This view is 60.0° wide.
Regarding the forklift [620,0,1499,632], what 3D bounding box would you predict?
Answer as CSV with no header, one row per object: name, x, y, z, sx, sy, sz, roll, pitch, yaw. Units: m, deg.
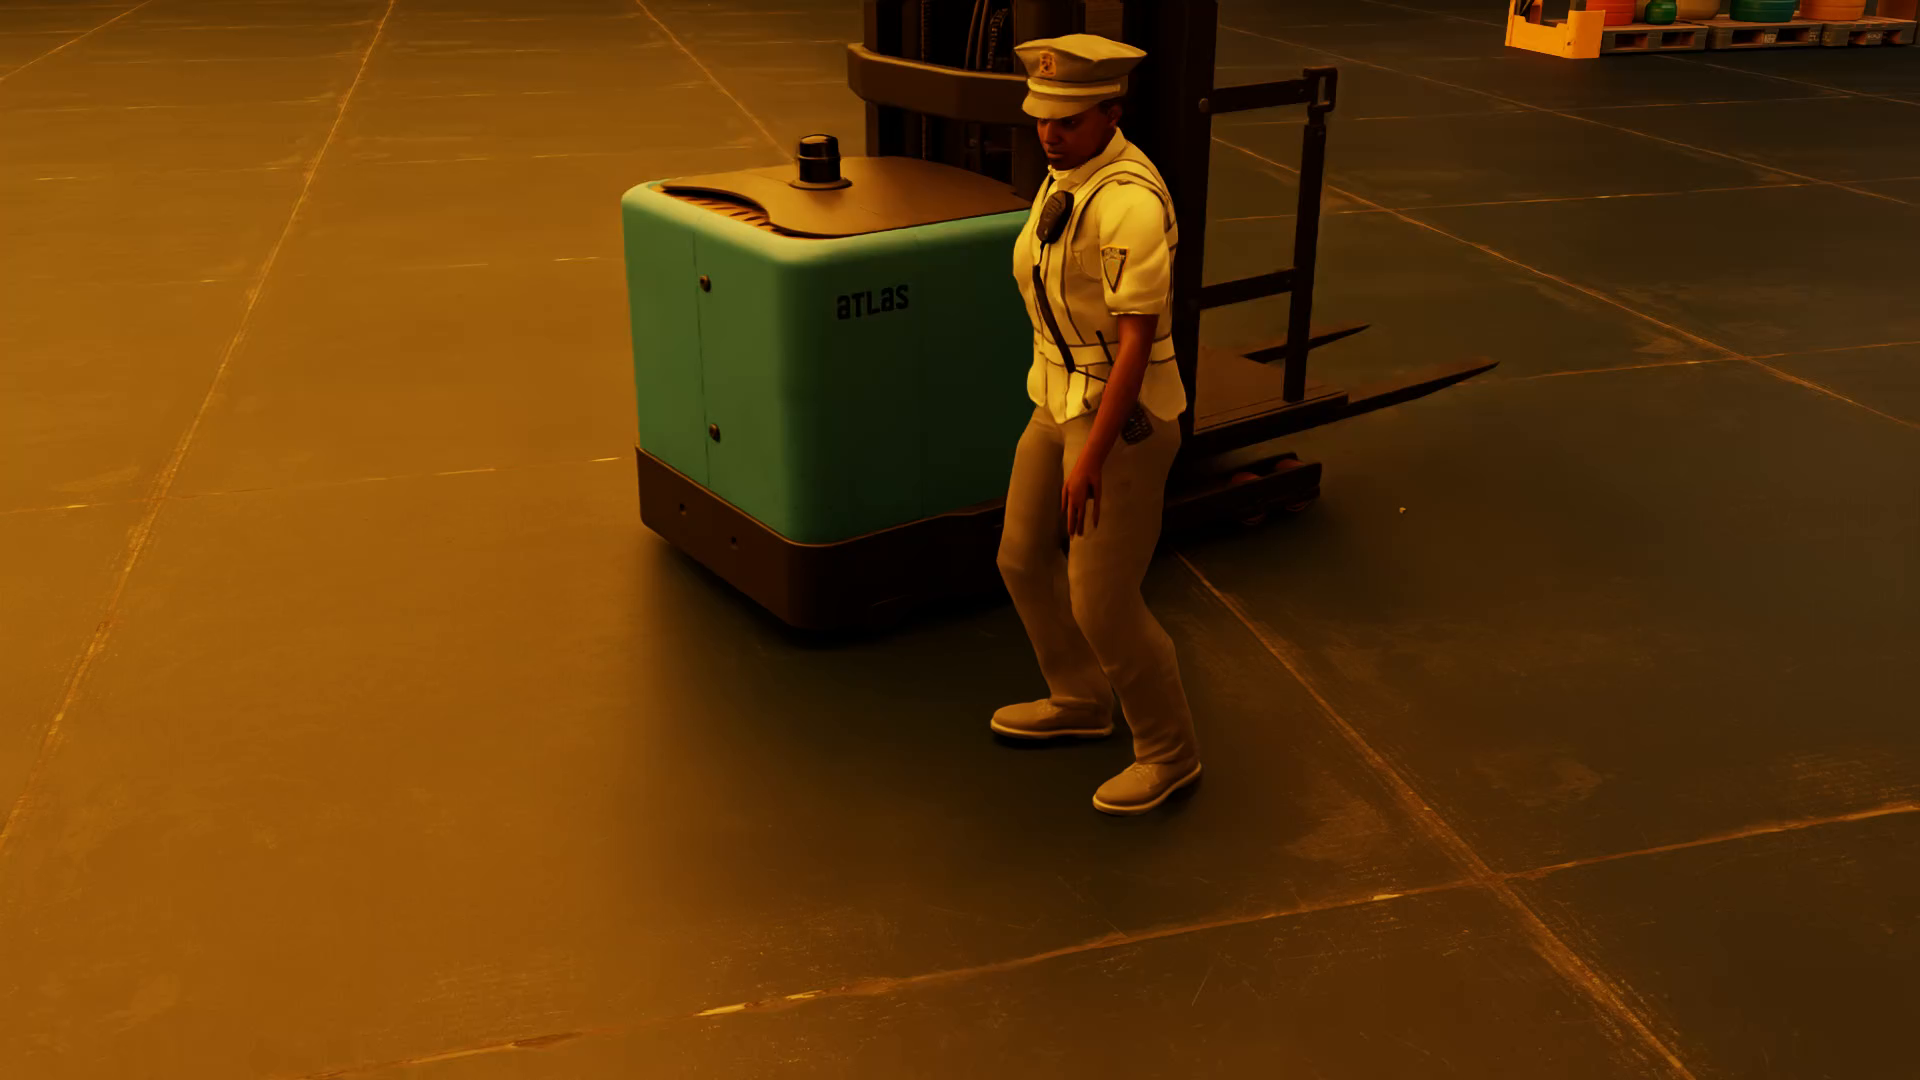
forklift,0.526,-1.544,4.938,3.031,2.935,1.130,-16,28,-33

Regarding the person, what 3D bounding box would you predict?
person,0.288,-0.255,3.597,0.406,1.625,0.691,-7,24,-16
